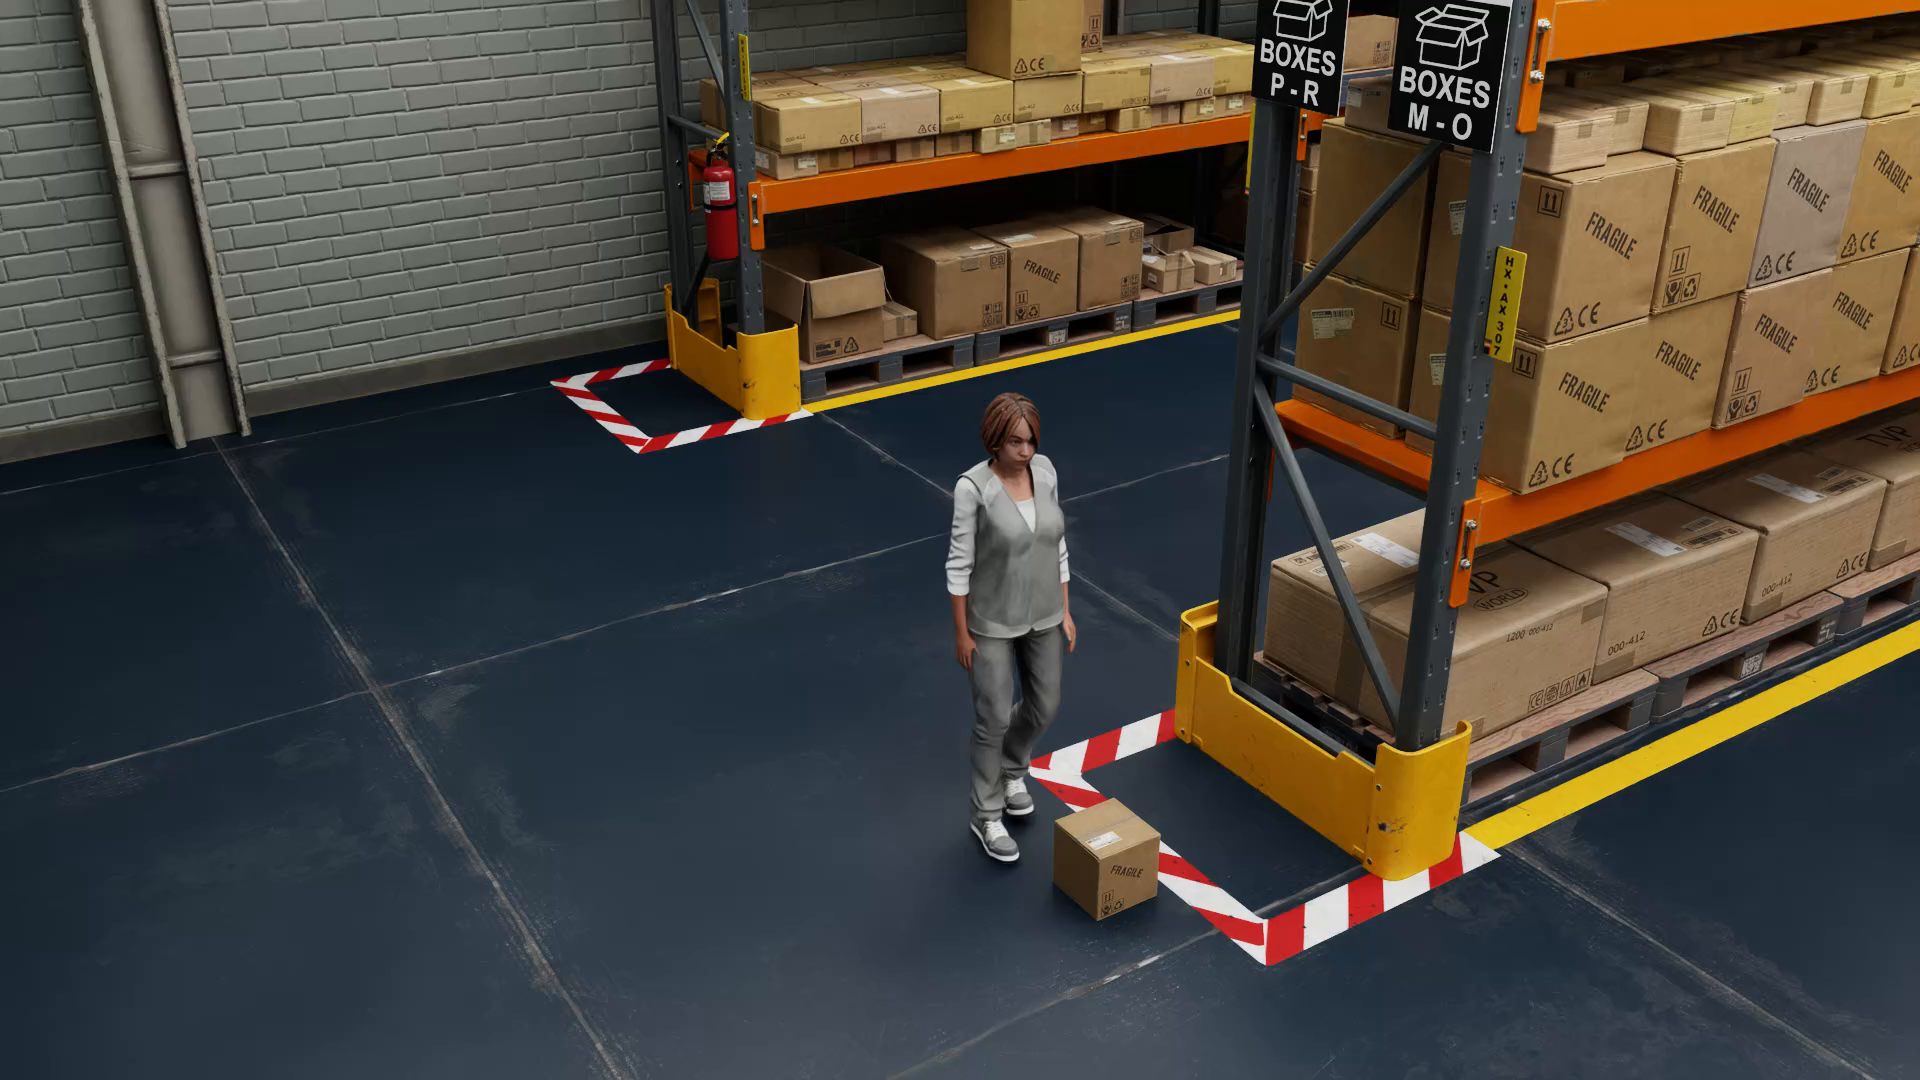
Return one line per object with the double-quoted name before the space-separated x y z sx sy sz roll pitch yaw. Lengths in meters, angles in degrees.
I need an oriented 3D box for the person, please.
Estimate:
"person" 0.164 0.284 5.517 0.428 1.594 0.439 -13 28 -26
